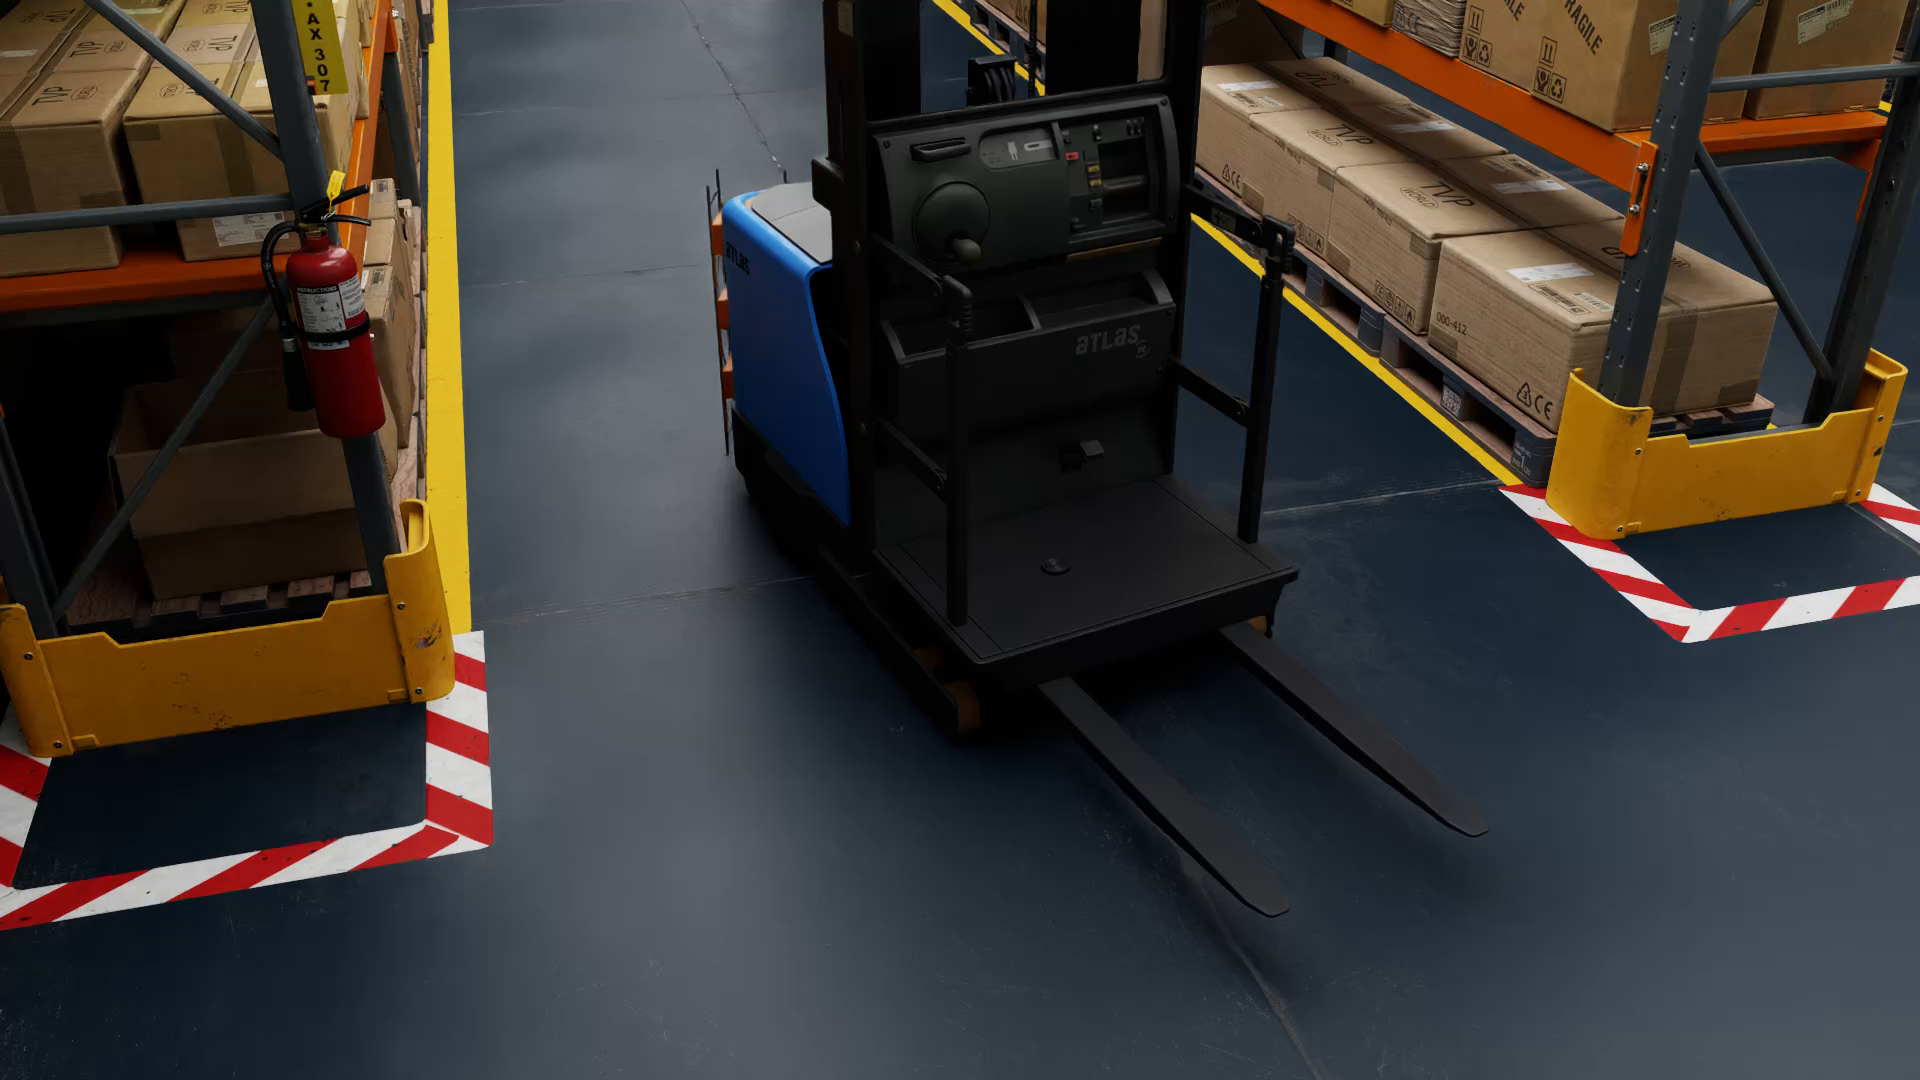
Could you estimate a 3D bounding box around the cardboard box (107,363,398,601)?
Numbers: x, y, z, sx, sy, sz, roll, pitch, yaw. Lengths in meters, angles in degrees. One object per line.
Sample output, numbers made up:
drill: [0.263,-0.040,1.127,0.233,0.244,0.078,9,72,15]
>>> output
cardboard box: [-2.162,-0.209,5.189,0.797,0.503,0.637,-9,31,-15]

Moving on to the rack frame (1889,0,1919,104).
rack frame: [6.378,-4.100,9.839,1.000,3.000,0.127,-8,31,-13]

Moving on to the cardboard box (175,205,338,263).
cardboard box: [-1.914,-0.886,4.537,0.380,0.149,0.250,-8,31,-14]

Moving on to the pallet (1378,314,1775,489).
pallet: [2.406,-0.630,6.628,1.003,0.211,1.213,-8,31,-13]

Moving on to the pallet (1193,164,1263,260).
pallet: [1.758,-1.809,8.664,1.003,0.211,1.213,-8,31,-13]

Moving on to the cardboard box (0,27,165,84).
cardboard box: [-2.605,-1.299,4.853,0.500,0.250,0.500,-8,31,-13]

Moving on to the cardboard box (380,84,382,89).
cardboard box: [-2.991,-2.321,8.193,0.380,0.149,0.250,-6,31,-11]

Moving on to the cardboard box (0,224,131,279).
cardboard box: [-2.438,-0.815,4.415,0.380,0.149,0.250,-8,31,-14]

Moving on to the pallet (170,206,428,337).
pallet: [-2.971,-1.193,7.600,1.003,0.211,1.213,-8,31,-13]

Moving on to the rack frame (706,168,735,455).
rack frame: [-0.875,-0.826,6.128,0.008,1.050,0.200,2,30,3]

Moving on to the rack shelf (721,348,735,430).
rack shelf: [-0.754,-0.573,6.267,0.240,0.259,0.215,2,30,3]

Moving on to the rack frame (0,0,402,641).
rack frame: [-2.091,-0.799,4.137,1.000,3.000,0.127,-8,31,-13]

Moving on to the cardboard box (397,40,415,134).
cardboard box: [-3.215,-2.351,8.893,0.500,0.500,0.500,-8,31,-14]

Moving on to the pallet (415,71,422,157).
pallet: [-3.732,-2.503,9.863,1.003,0.211,1.213,-8,31,-13]

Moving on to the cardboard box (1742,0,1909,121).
cardboard box: [2.843,-1.774,5.722,0.500,0.500,0.500,-8,31,-14]

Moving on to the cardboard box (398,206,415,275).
cardboard box: [-2.627,-1.327,7.359,0.396,0.266,0.258,-7,31,-11]

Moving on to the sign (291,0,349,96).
sign: [-1.568,-1.246,4.045,0.100,0.325,0.005,-8,31,-13]

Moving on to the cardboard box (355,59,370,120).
cardboard box: [-2.208,-1.515,5.623,0.380,0.149,0.250,-9,31,-15]

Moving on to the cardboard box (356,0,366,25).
cardboard box: [-2.515,-2.099,6.235,0.500,0.250,0.500,-8,31,-14]

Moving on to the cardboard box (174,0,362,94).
cardboard box: [-2.223,-1.606,5.383,0.500,0.250,0.500,-8,31,-14]

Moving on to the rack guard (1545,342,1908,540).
rack guard: [2.700,-0.368,5.886,1.175,0.500,0.348,-8,31,-13]

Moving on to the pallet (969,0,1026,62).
pallet: [0.707,-3.727,11.979,1.003,0.211,1.213,-8,31,-13]

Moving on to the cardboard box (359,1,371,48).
cardboard box: [-2.504,-2.007,6.474,0.380,0.149,0.250,-8,31,-14]

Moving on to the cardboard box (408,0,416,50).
cardboard box: [-3.772,-3.344,10.610,0.500,0.500,0.500,-8,31,-14]

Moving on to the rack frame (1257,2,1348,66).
rack frame: [1.632,-3.393,8.618,1.000,3.000,0.127,-8,31,-13]

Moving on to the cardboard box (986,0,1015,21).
cardboard box: [0.673,-4.243,11.787,0.875,0.875,0.875,-8,31,-14]

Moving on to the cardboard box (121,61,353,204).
cardboard box: [-1.952,-1.118,4.540,0.500,0.250,0.500,-8,31,-13]

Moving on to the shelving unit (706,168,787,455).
shelving unit: [-0.753,-0.822,6.122,0.252,1.050,0.215,2,30,3]

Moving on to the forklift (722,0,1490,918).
forklift: [0.307,-0.961,4.484,1.130,2.935,3.031,-15,33,-24]

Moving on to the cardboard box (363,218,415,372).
cardboard box: [-2.395,-0.894,6.376,0.500,0.500,0.500,-7,31,-12]

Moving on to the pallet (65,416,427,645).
pallet: [-2.324,-0.014,5.564,1.003,0.211,1.213,-8,31,-13]

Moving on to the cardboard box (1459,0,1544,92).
cardboard box: [2.192,-1.947,6.019,0.500,0.500,0.500,-8,31,-14]

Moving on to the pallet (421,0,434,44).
pallet: [-4.395,-3.859,12.207,1.003,0.211,1.213,-8,31,-13]

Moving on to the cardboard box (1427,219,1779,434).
cardboard box: [2.422,-0.839,6.344,0.875,0.438,0.875,-9,31,-15]

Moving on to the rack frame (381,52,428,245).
rack frame: [-3.153,-2.731,7.474,1.000,3.000,0.127,-8,31,-13]

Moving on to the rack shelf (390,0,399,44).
rack shelf: [-3.684,-3.386,9.324,1.077,0.370,4.000,-8,31,-13]

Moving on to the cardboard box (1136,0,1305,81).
cardboard box: [1.390,-2.944,9.544,0.875,0.875,0.875,-7,31,-12]

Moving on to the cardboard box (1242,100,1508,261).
cardboard box: [1.933,-1.716,7.859,0.875,0.438,0.875,-9,31,-15]

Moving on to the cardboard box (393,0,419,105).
cardboard box: [-3.475,-2.844,9.745,0.500,0.500,0.500,-9,31,-15]

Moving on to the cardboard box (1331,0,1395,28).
cardboard box: [1.896,-2.441,6.874,0.500,0.500,0.500,-7,31,-12]

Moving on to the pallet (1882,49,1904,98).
pallet: [6.170,-3.269,11.187,1.003,0.211,1.213,-8,31,-13]

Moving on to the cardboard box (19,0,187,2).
cardboard box: [-2.870,-1.792,5.704,0.500,0.250,0.500,-8,31,-13]
